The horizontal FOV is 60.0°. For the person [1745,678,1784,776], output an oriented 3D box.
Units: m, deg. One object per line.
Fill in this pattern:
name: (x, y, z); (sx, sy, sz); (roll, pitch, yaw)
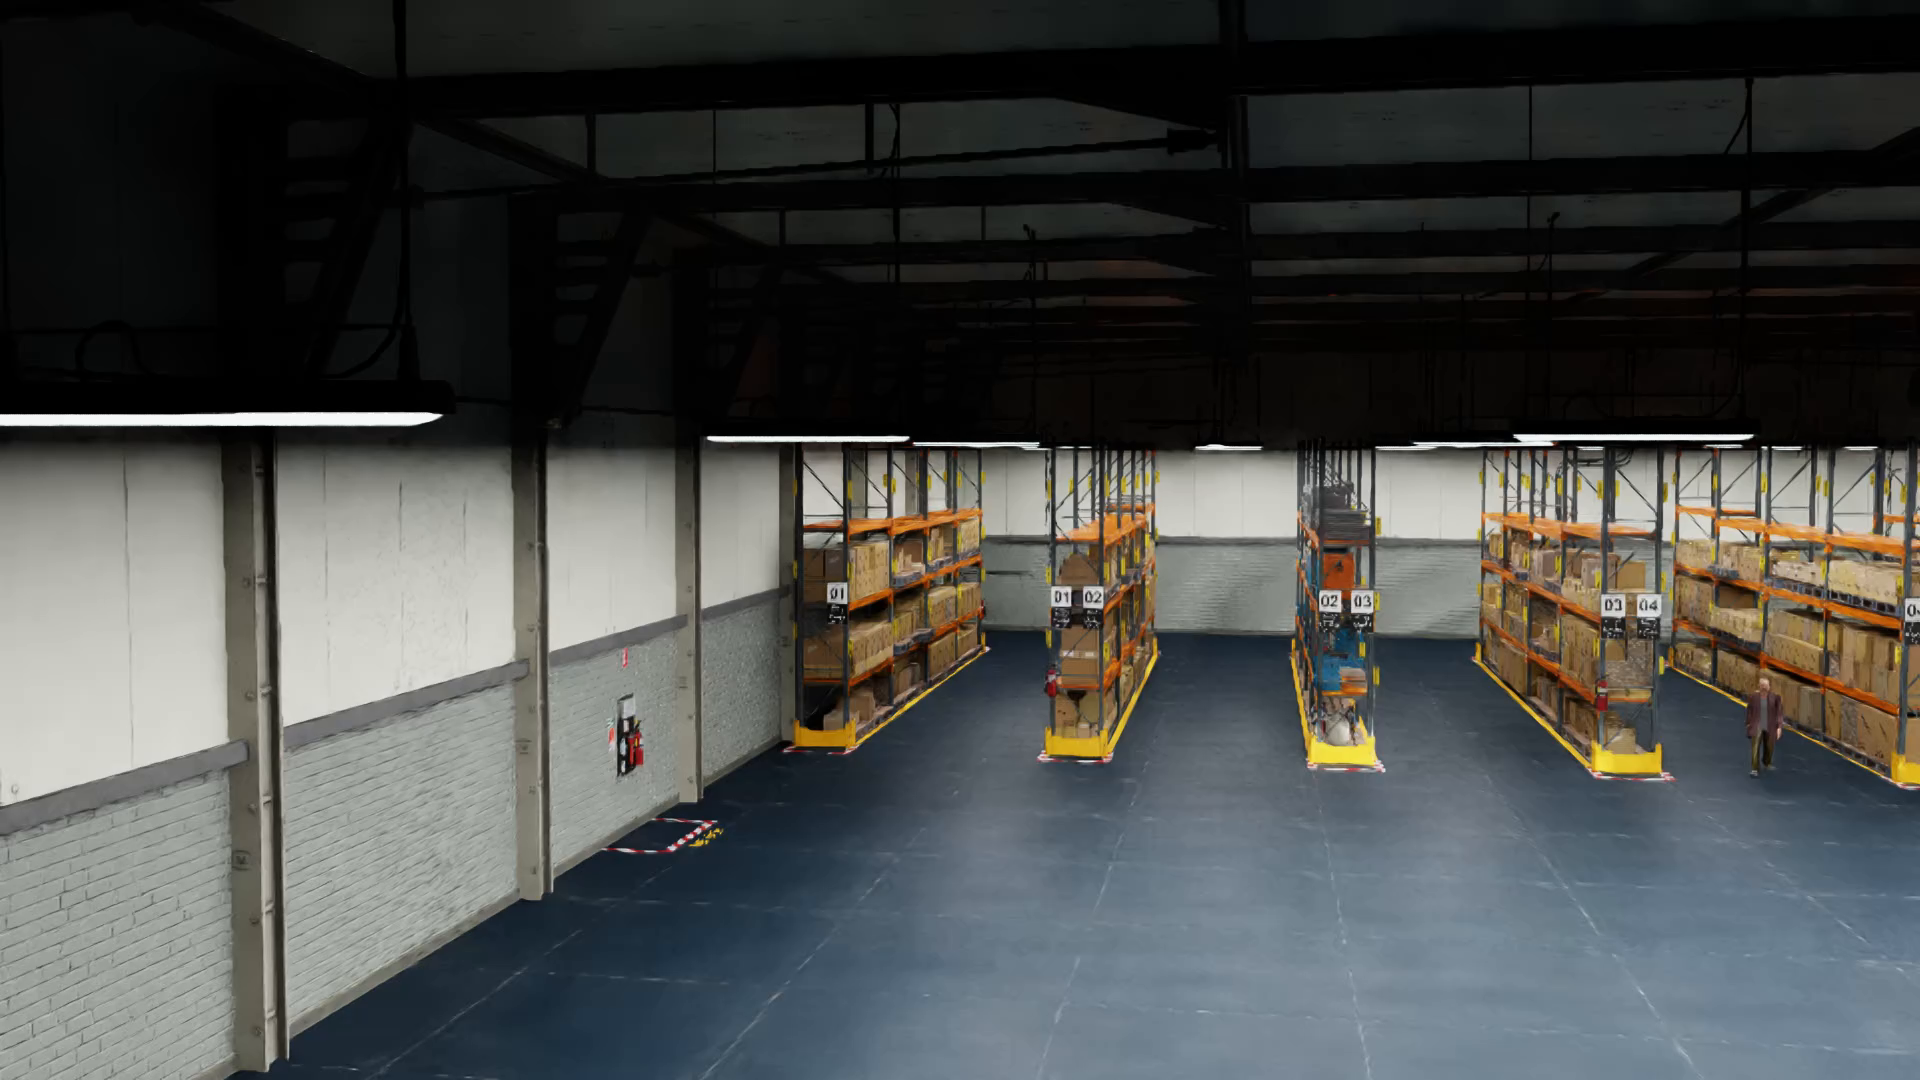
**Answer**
person: (14.241, 3.294, 29.441); (0.614, 1.734, 1.012); (1, 3, 25)
